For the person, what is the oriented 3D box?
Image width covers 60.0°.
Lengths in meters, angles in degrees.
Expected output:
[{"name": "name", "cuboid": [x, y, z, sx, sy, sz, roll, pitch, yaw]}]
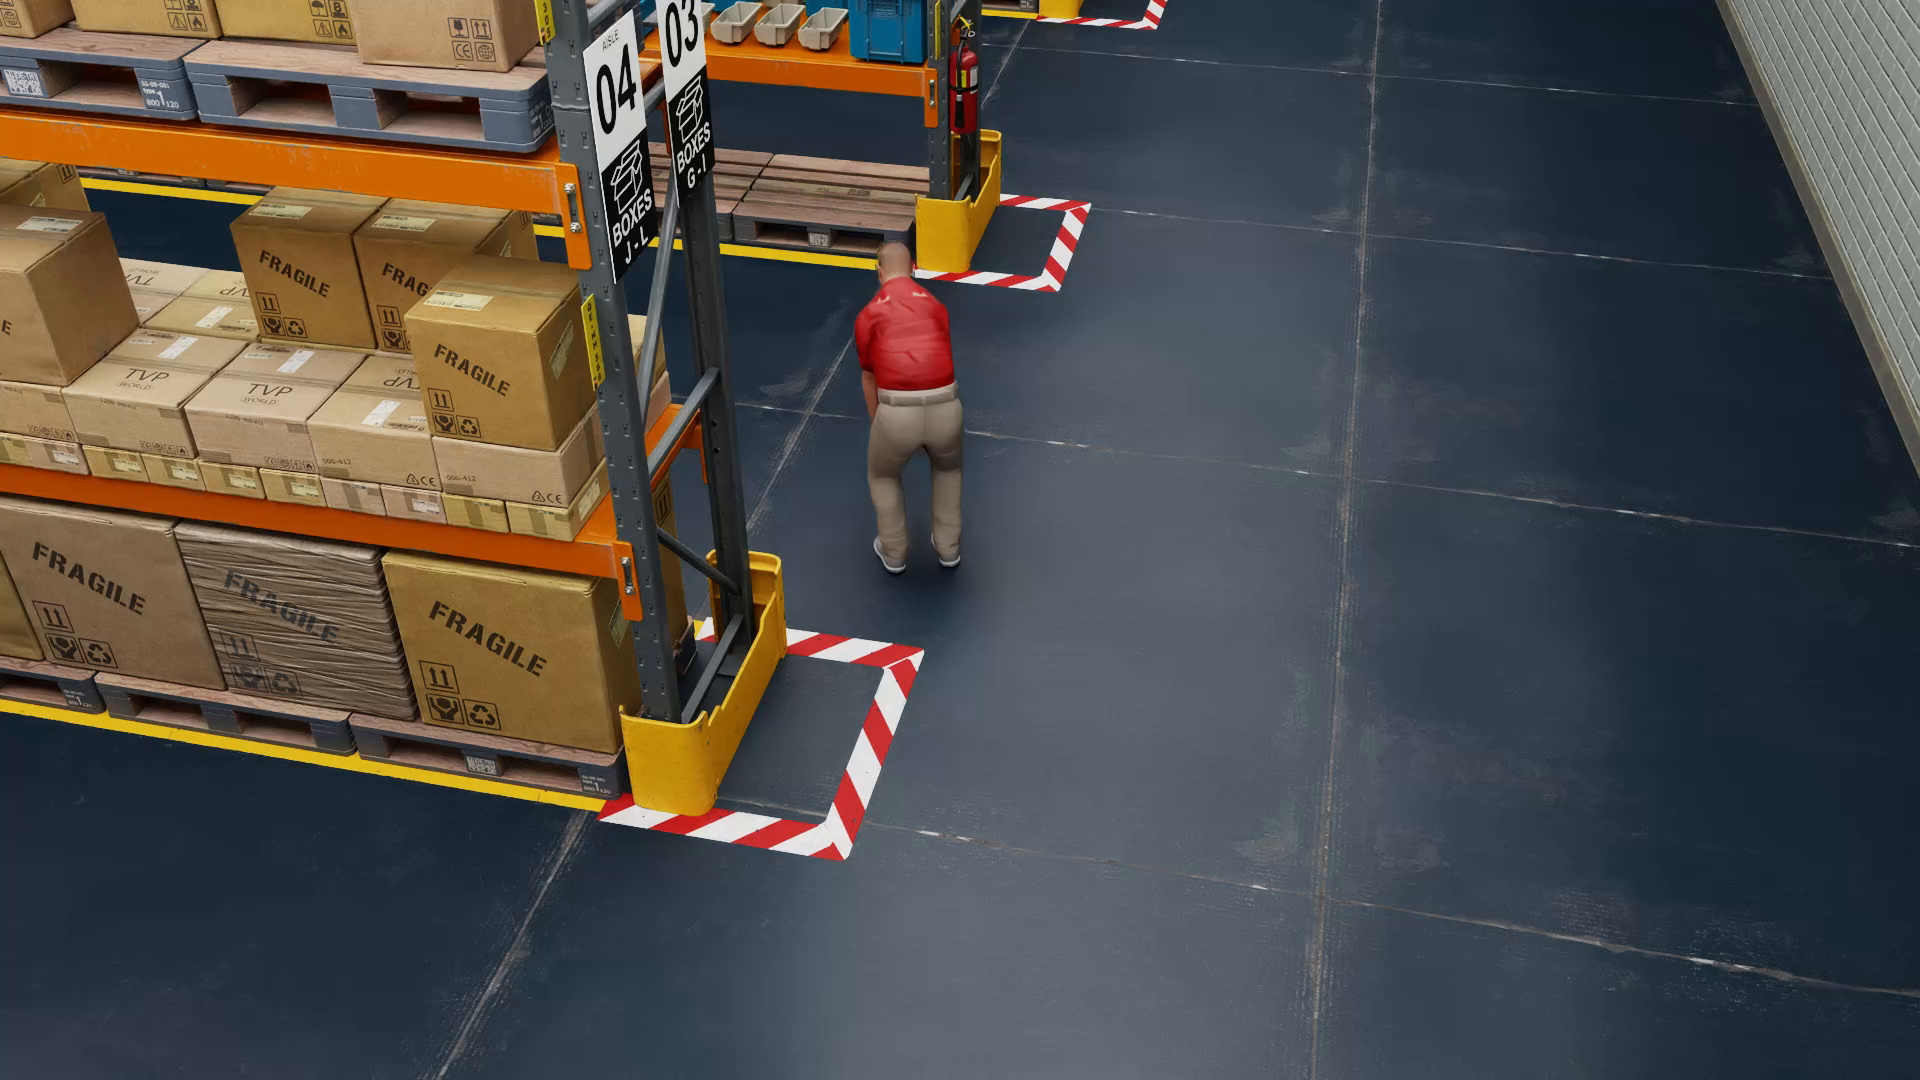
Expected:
[{"name": "person", "cuboid": [-0.239, -0.589, 8.032, 0.484, 1.437, 0.767, -7, 37, -9]}]
